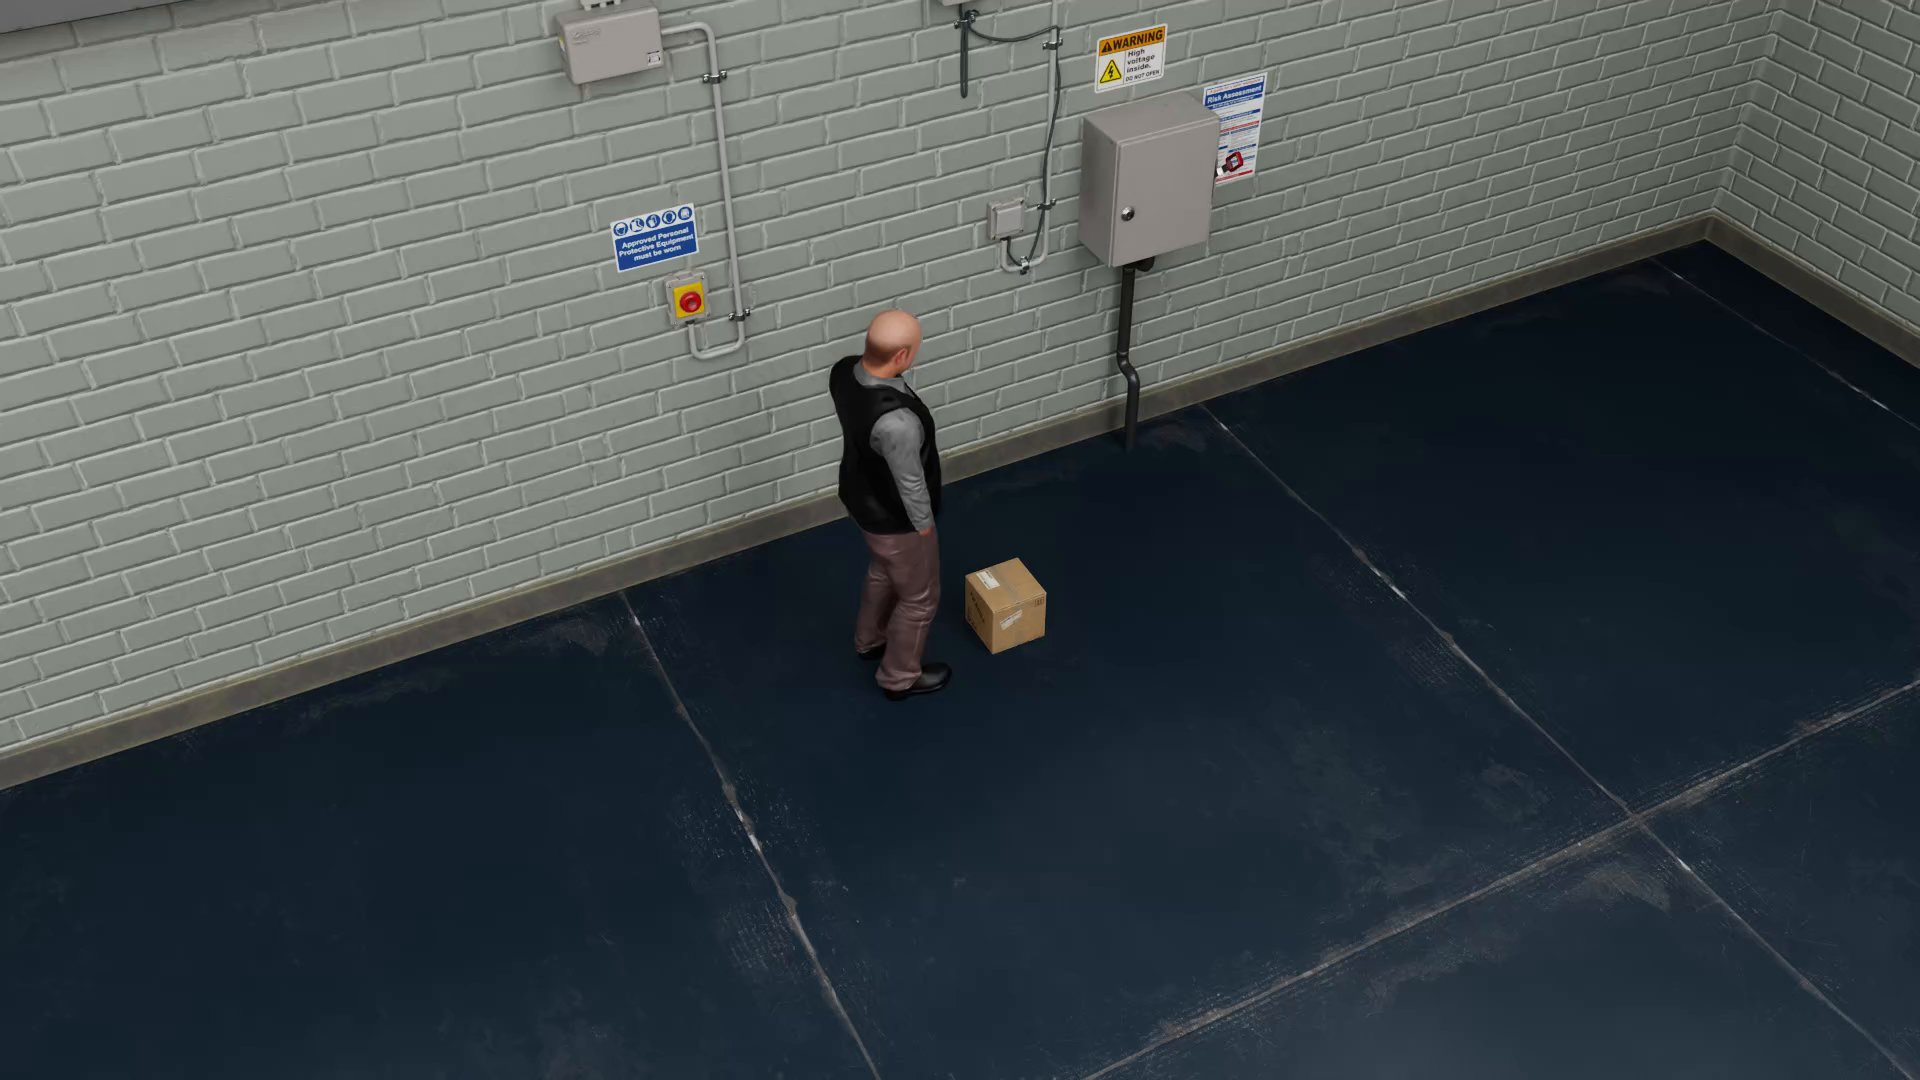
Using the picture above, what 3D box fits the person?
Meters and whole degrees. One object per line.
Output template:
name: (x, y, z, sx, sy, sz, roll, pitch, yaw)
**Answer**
person: (-0.268, -0.135, 6.347, 0.354, 1.708, 0.538, -18, 44, -20)
